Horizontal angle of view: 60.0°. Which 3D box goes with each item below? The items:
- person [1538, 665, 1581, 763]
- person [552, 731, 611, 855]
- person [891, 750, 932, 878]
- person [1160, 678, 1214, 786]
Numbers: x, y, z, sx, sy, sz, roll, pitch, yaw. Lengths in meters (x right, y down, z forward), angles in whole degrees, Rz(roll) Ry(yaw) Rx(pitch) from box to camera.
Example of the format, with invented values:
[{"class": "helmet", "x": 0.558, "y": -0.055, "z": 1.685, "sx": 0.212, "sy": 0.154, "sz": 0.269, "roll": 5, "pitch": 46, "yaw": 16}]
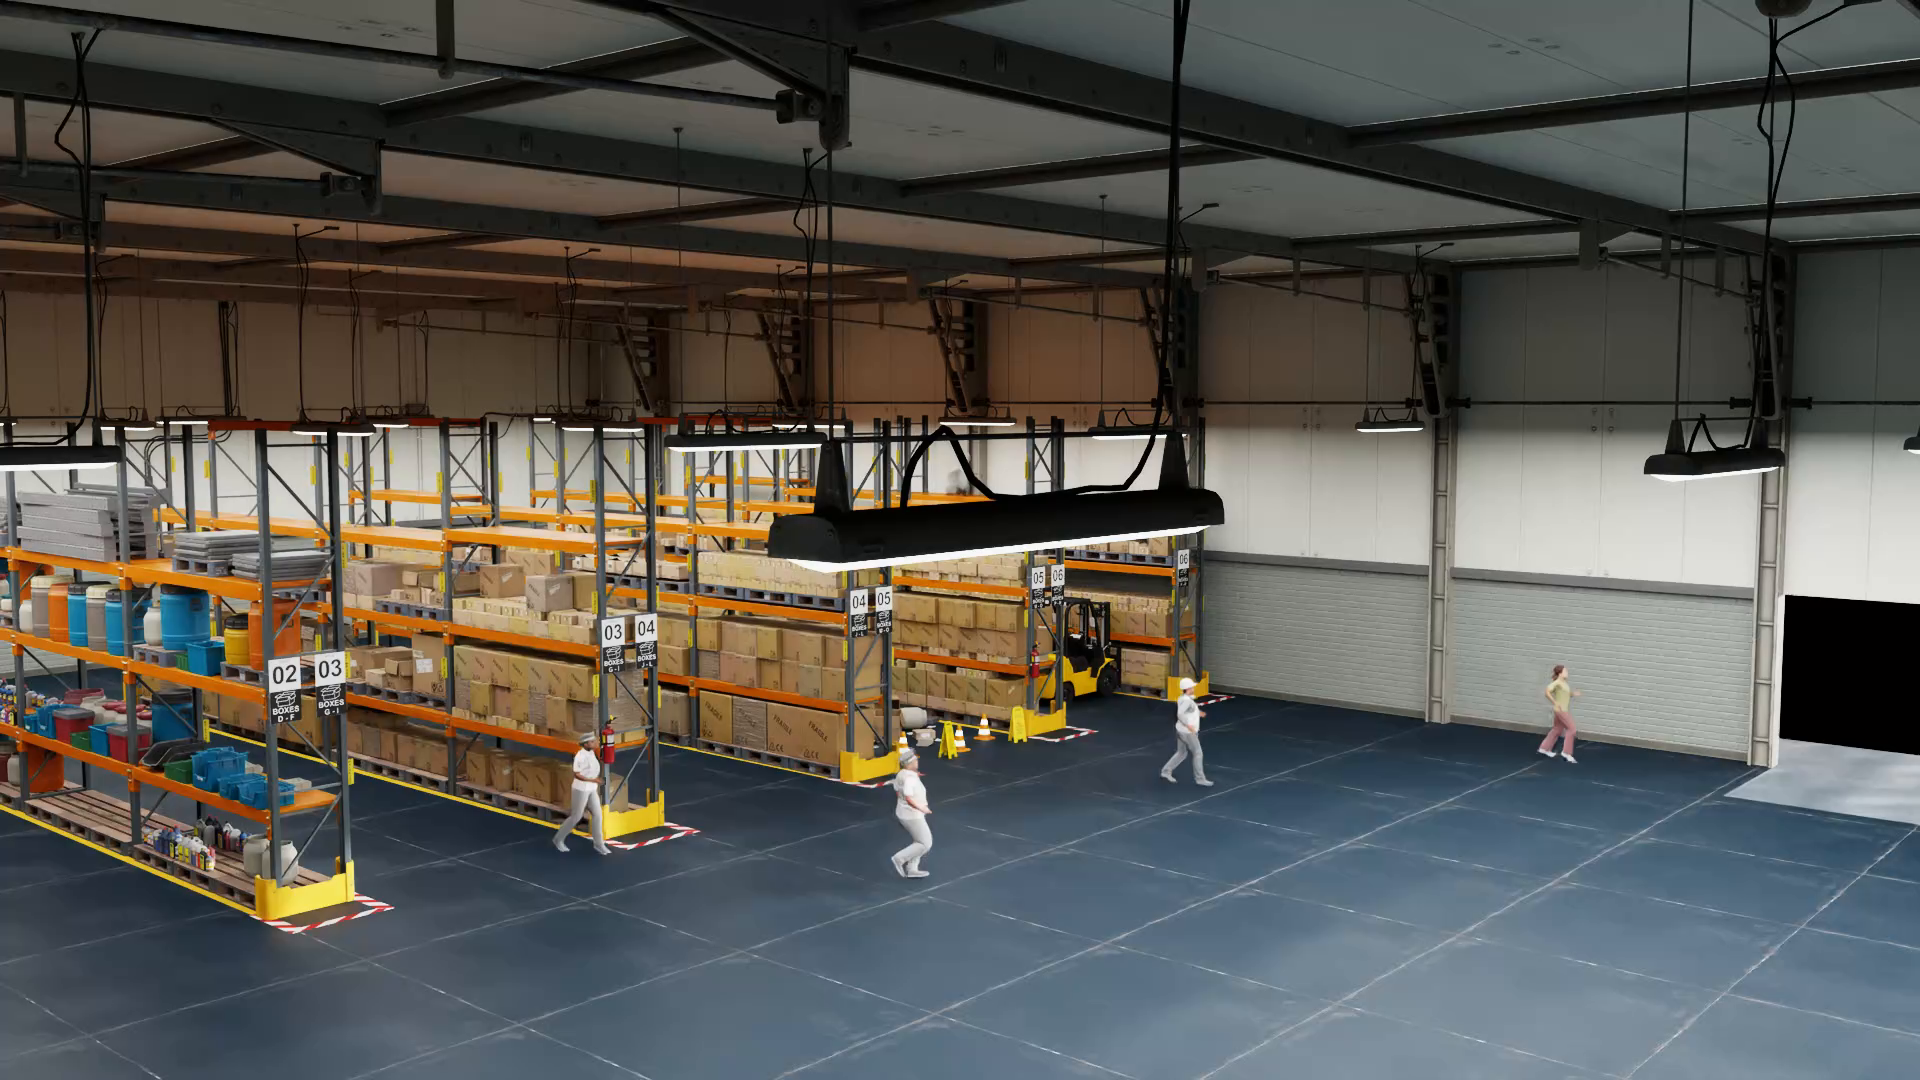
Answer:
[{"class": "person", "x": 10.579, "y": 3.059, "z": 29.330, "sx": 0.690, "sy": 1.723, "sz": 0.560, "roll": 2, "pitch": 5, "yaw": 23}, {"class": "person", "x": -5.270, "y": 3.544, "z": 23.372, "sx": 0.825, "sy": 1.729, "sz": 0.620, "roll": 1, "pitch": 5, "yaw": 15}, {"class": "person", "x": -0.656, "y": 3.631, "z": 22.032, "sx": 0.627, "sy": 1.731, "sz": 0.661, "roll": -2, "pitch": 5, "yaw": -20}, {"class": "person", "x": 3.737, "y": 3.148, "z": 27.314, "sx": 0.872, "sy": 1.774, "sz": 0.658, "roll": -1, "pitch": 5, "yaw": -8}]
